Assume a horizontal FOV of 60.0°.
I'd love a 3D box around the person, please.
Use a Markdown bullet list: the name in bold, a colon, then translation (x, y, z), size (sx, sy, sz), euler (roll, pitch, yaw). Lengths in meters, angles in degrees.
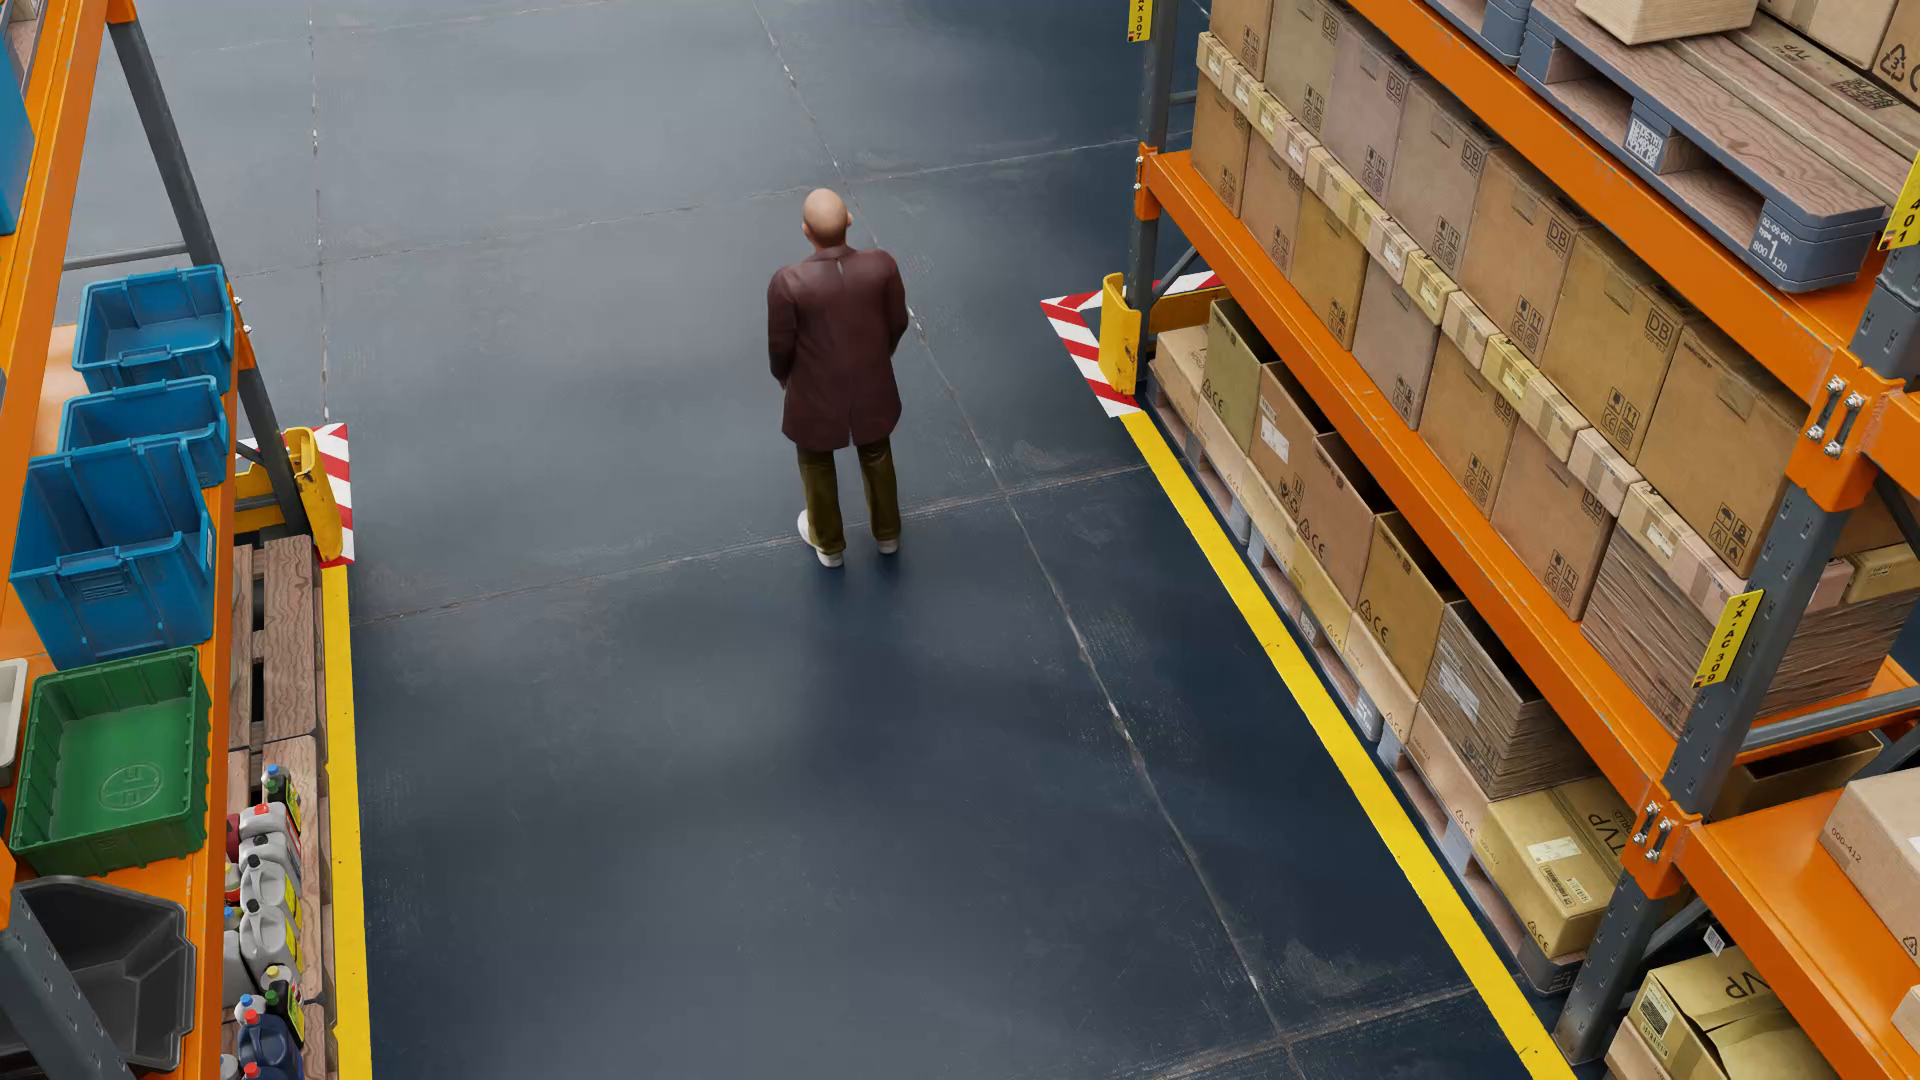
- **person**: translation (-0.505, -0.661, 6.909), size (0.583, 1.780, 0.424), euler (-13, 43, -14)
